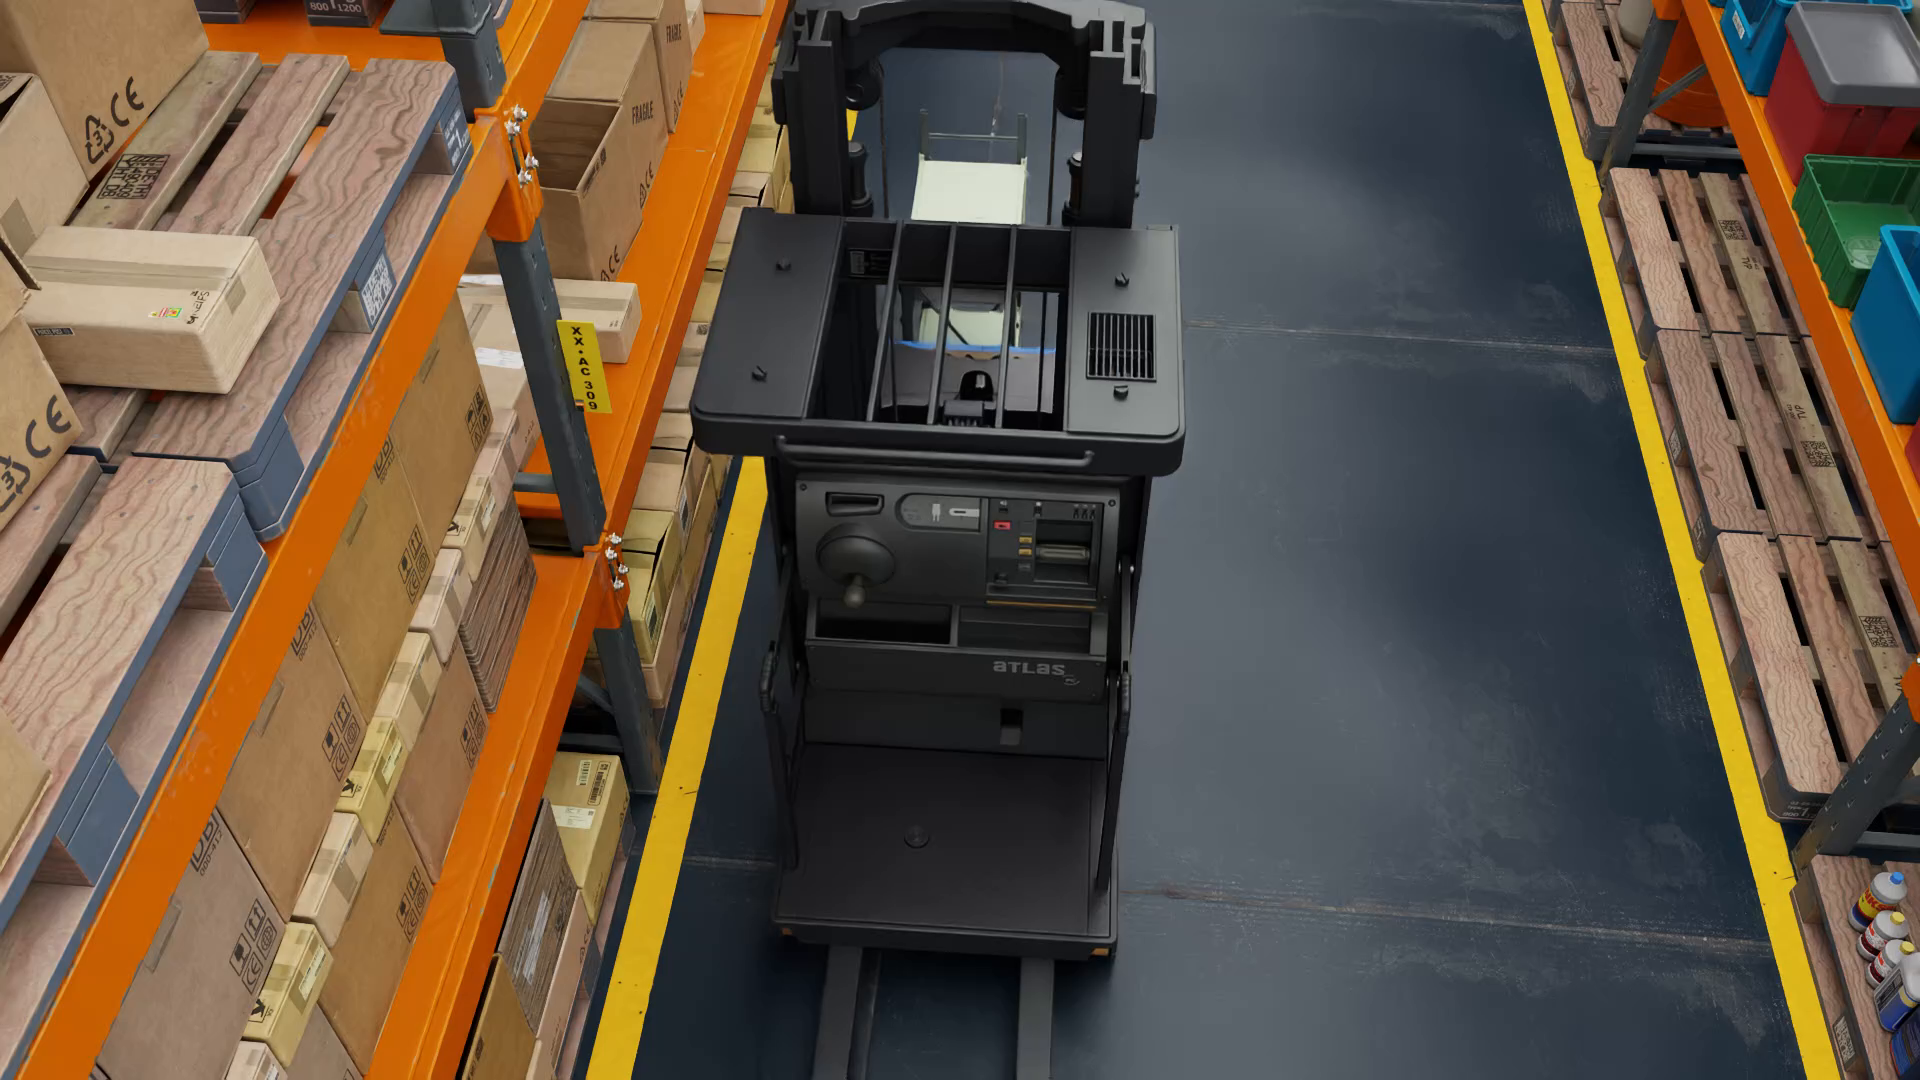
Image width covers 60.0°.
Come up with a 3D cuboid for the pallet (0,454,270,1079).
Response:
[{"bbox_3d":[-1.734,0.357,2.418,1.003,0.211,1.213,4,48,4],"label":"pallet"}]

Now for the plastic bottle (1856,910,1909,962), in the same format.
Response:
[{"bbox_3d":[2.889,1.228,5.193,0.097,0.201,0.097,0,48,0],"label":"plastic bottle"}]

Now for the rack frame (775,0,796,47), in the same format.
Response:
[{"bbox_3d":[-1.204,-3.123,7.573,1.000,3.000,0.127,4,48,4],"label":"rack frame"}]

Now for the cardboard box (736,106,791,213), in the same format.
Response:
[{"bbox_3d":[-1.047,-1.742,7.509,0.500,0.311,0.500,3,48,3],"label":"cardboard box"}]

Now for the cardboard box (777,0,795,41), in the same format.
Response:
[{"bbox_3d":[-0.878,-2.743,8.622,0.500,0.500,0.500,6,48,5],"label":"cardboard box"}]

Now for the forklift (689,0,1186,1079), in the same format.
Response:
[{"bbox_3d":[-0.023,0.117,4.657,1.130,2.935,3.031,3,48,3],"label":"forklift"}]

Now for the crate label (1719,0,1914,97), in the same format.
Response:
[{"bbox_3d":[3.369,-2.087,6.602,0.502,0.435,0.616,4,48,4],"label":"crate label"}]

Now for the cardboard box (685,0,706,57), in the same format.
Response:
[{"bbox_3d":[-1.264,-2.097,6.806,0.380,0.149,0.250,7,48,6],"label":"cardboard box"}]

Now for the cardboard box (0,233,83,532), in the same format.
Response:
[{"bbox_3d":[-1.844,-0.218,2.434,0.797,0.503,0.637,9,48,8],"label":"cardboard box"}]

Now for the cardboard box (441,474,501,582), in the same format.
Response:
[{"bbox_3d":[-1.404,-0.040,4.247,0.380,0.149,0.250,3,48,3],"label":"cardboard box"}]

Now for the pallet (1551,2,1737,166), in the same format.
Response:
[{"bbox_3d":[3.759,-2.428,8.828,1.003,0.211,1.213,4,48,4],"label":"pallet"}]

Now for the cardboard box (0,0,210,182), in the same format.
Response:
[{"bbox_3d":[-1.877,-1.066,3.212,0.500,0.500,0.500,7,48,7],"label":"cardboard box"}]

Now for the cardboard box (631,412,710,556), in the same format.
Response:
[{"bbox_3d":[-1.232,-0.241,6.136,0.500,0.311,0.500,3,48,3],"label":"cardboard box"}]

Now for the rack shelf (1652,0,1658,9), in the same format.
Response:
[{"bbox_3d":[3.911,-4.014,8.876,1.077,0.370,4.000,4,48,4],"label":"rack shelf"}]

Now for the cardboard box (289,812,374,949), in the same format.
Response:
[{"bbox_3d":[-1.497,0.711,3.560,0.380,0.149,0.250,5,48,5],"label":"cardboard box"}]

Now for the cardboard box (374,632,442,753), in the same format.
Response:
[{"bbox_3d":[-1.449,0.345,3.894,0.380,0.149,0.250,4,48,3],"label":"cardboard box"}]

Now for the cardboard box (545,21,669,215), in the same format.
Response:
[{"bbox_3d":[-1.389,-1.536,6.054,0.500,0.500,0.500,4,48,4],"label":"cardboard box"}]

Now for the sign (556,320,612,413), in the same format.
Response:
[{"bbox_3d":[-1.016,-0.466,4.503,0.100,0.325,0.005,4,48,4],"label":"sign"}]

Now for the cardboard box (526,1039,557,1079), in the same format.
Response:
[{"bbox_3d":[-1.479,1.693,4.747,0.500,0.250,0.500,4,48,4],"label":"cardboard box"}]

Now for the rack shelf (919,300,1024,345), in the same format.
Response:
[{"bbox_3d":[0.023,-0.585,6.711,0.431,0.370,0.720,3,48,3],"label":"rack shelf"}]

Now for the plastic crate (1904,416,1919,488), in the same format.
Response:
[{"bbox_3d":[3.103,-0.246,4.899,0.402,0.464,0.583,4,48,4],"label":"plastic crate"}]

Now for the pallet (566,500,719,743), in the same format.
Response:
[{"bbox_3d":[-1.540,0.214,6.412,1.003,0.211,1.213,4,48,4],"label":"pallet"}]

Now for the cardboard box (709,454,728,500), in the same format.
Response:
[{"bbox_3d":[-1.193,-0.433,6.692,0.500,0.250,0.500,3,48,2],"label":"cardboard box"}]

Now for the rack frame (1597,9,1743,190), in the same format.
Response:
[{"bbox_3d":[3.729,-2.787,7.266,1.000,3.000,0.127,4,48,4],"label":"rack frame"}]

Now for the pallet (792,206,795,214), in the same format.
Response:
[{"bbox_3d":[-1.318,-1.579,8.052,1.003,0.211,1.213,4,48,4],"label":"pallet"}]

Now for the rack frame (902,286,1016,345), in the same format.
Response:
[{"bbox_3d":[-0.003,-0.536,6.224,0.400,1.500,0.023,3,48,3],"label":"rack frame"}]

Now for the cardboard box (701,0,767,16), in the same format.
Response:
[{"bbox_3d":[-1.011,-2.359,7.045,0.380,0.149,0.250,4,48,4],"label":"cardboard box"}]

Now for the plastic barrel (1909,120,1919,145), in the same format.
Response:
[{"bbox_3d":[3.809,-1.745,6.237,0.421,0.512,0.421,0,48,0],"label":"plastic barrel"}]

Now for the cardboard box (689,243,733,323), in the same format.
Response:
[{"bbox_3d":[-1.144,-1.003,6.834,0.500,0.311,0.500,5,48,5],"label":"cardboard box"}]

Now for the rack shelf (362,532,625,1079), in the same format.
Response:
[{"bbox_3d":[-1.751,1.529,3.806,1.077,0.370,4.000,4,48,4],"label":"rack shelf"}]

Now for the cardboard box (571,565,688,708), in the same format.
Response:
[{"bbox_3d":[-1.285,0.323,6.001,0.500,0.250,0.500,3,48,3],"label":"cardboard box"}]

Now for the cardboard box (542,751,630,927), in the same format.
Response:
[{"bbox_3d":[-1.393,0.958,5.420,0.500,0.250,0.500,4,48,4],"label":"cardboard box"}]

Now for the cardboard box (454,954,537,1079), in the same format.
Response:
[{"bbox_3d":[-1.492,1.439,4.471,0.500,0.500,0.500,4,48,4],"label":"cardboard box"}]

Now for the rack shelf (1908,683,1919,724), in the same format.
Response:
[{"bbox_3d":[3.182,1.865,3.499,1.077,0.370,4.000,4,48,4],"label":"rack shelf"}]

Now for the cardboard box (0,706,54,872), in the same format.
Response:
[{"bbox_3d":[-1.509,0.319,1.946,0.500,0.500,0.500,4,48,4],"label":"cardboard box"}]

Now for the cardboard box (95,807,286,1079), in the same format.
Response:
[{"bbox_3d":[-1.740,0.778,3.059,0.700,0.500,0.500,4,48,4],"label":"cardboard box"}]

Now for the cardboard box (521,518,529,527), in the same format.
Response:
[{"bbox_3d":[-1.817,0.097,5.828,0.500,0.311,0.500,4,48,4],"label":"cardboard box"}]

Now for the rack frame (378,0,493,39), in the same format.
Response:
[{"bbox_3d":[-1.568,-2.208,2.671,1.000,3.000,0.127,4,48,4],"label":"rack frame"}]

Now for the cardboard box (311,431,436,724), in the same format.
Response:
[{"bbox_3d":[-1.647,0.043,3.731,0.700,0.500,0.500,4,48,3],"label":"cardboard box"}]

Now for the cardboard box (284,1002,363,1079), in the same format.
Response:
[{"bbox_3d":[-1.739,1.242,3.513,0.700,0.500,0.500,5,48,5],"label":"cardboard box"}]

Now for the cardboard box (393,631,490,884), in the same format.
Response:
[{"bbox_3d":[-1.644,0.497,4.195,0.700,0.500,0.500,3,48,3],"label":"cardboard box"}]

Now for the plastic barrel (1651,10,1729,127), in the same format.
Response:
[{"bbox_3d":[3.756,-2.557,8.242,0.600,0.830,0.708,4,48,4],"label":"plastic barrel"}]

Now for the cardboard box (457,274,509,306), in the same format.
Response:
[{"bbox_3d":[-1.671,-0.797,5.537,0.396,0.266,0.258,3,48,3],"label":"cardboard box"}]

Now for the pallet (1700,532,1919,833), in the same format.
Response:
[{"bbox_3d":[3.397,0.514,6.137,1.003,0.211,1.213,4,48,4],"label":"pallet"}]

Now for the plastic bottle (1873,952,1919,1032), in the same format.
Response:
[{"bbox_3d":[2.896,1.367,5.014,0.152,0.276,0.135,5,48,5],"label":"plastic bottle"}]

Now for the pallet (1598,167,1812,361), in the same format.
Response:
[{"bbox_3d":[3.619,-1.279,7.777,1.003,0.211,1.213,4,48,4],"label":"pallet"}]

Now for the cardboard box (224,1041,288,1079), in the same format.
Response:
[{"bbox_3d":[-1.542,1.100,3.204,0.380,0.149,0.250,4,48,4],"label":"cardboard box"}]

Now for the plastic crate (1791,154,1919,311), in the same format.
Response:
[{"bbox_3d":[3.242,-1.075,5.844,0.450,0.188,0.662,4,48,4],"label":"plastic crate"}]

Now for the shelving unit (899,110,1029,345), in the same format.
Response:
[{"bbox_3d":[0.023,-0.806,6.470,0.431,1.500,0.755,3,48,3],"label":"shelving unit"}]
